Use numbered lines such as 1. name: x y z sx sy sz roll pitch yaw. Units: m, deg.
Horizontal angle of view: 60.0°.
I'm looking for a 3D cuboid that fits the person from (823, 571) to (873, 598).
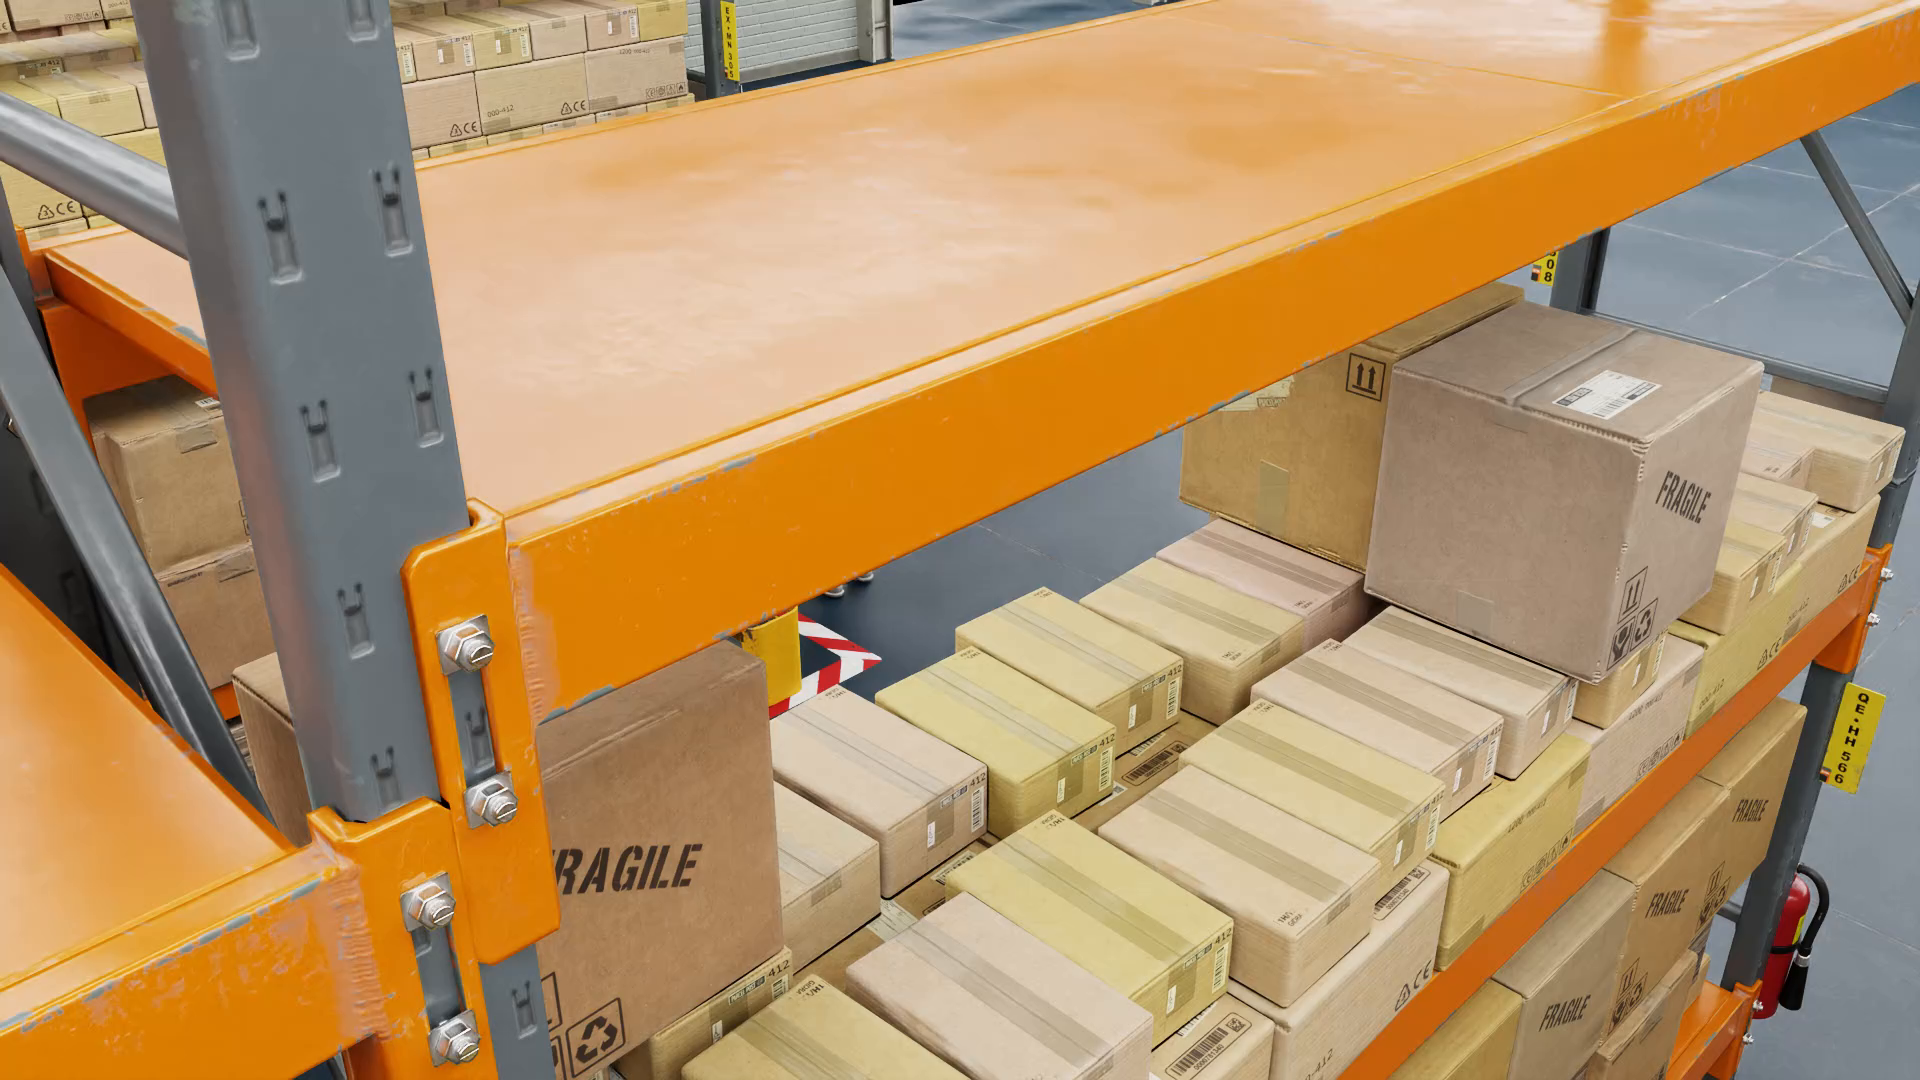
1. person: -0.718 -0.461 9.488 0.372 1.662 0.523 23 36 37
